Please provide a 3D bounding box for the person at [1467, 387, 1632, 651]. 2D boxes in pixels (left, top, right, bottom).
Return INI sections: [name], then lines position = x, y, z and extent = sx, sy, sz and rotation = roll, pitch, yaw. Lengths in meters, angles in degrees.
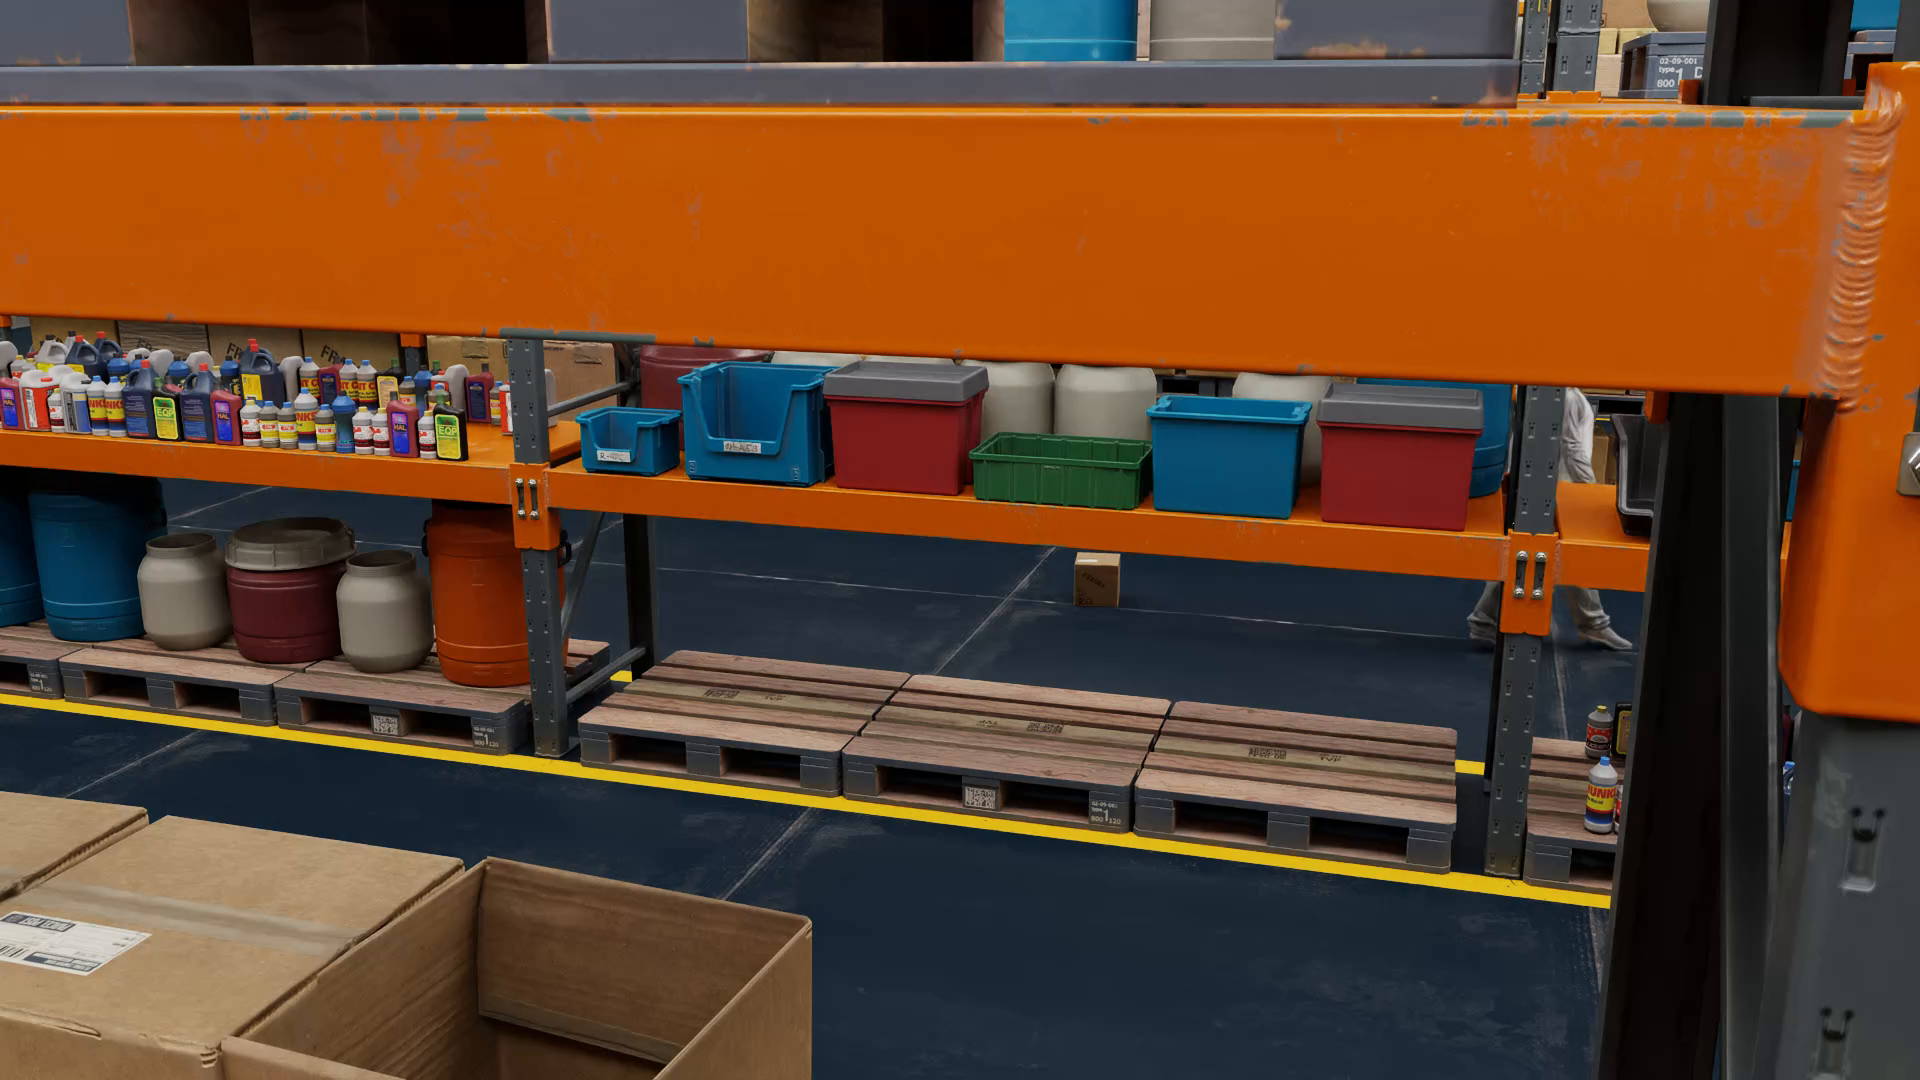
[person]
position = 3.086, -0.263, 8.463
extent = 0.863, 1.781, 0.560
rotation = 3, 15, 11
